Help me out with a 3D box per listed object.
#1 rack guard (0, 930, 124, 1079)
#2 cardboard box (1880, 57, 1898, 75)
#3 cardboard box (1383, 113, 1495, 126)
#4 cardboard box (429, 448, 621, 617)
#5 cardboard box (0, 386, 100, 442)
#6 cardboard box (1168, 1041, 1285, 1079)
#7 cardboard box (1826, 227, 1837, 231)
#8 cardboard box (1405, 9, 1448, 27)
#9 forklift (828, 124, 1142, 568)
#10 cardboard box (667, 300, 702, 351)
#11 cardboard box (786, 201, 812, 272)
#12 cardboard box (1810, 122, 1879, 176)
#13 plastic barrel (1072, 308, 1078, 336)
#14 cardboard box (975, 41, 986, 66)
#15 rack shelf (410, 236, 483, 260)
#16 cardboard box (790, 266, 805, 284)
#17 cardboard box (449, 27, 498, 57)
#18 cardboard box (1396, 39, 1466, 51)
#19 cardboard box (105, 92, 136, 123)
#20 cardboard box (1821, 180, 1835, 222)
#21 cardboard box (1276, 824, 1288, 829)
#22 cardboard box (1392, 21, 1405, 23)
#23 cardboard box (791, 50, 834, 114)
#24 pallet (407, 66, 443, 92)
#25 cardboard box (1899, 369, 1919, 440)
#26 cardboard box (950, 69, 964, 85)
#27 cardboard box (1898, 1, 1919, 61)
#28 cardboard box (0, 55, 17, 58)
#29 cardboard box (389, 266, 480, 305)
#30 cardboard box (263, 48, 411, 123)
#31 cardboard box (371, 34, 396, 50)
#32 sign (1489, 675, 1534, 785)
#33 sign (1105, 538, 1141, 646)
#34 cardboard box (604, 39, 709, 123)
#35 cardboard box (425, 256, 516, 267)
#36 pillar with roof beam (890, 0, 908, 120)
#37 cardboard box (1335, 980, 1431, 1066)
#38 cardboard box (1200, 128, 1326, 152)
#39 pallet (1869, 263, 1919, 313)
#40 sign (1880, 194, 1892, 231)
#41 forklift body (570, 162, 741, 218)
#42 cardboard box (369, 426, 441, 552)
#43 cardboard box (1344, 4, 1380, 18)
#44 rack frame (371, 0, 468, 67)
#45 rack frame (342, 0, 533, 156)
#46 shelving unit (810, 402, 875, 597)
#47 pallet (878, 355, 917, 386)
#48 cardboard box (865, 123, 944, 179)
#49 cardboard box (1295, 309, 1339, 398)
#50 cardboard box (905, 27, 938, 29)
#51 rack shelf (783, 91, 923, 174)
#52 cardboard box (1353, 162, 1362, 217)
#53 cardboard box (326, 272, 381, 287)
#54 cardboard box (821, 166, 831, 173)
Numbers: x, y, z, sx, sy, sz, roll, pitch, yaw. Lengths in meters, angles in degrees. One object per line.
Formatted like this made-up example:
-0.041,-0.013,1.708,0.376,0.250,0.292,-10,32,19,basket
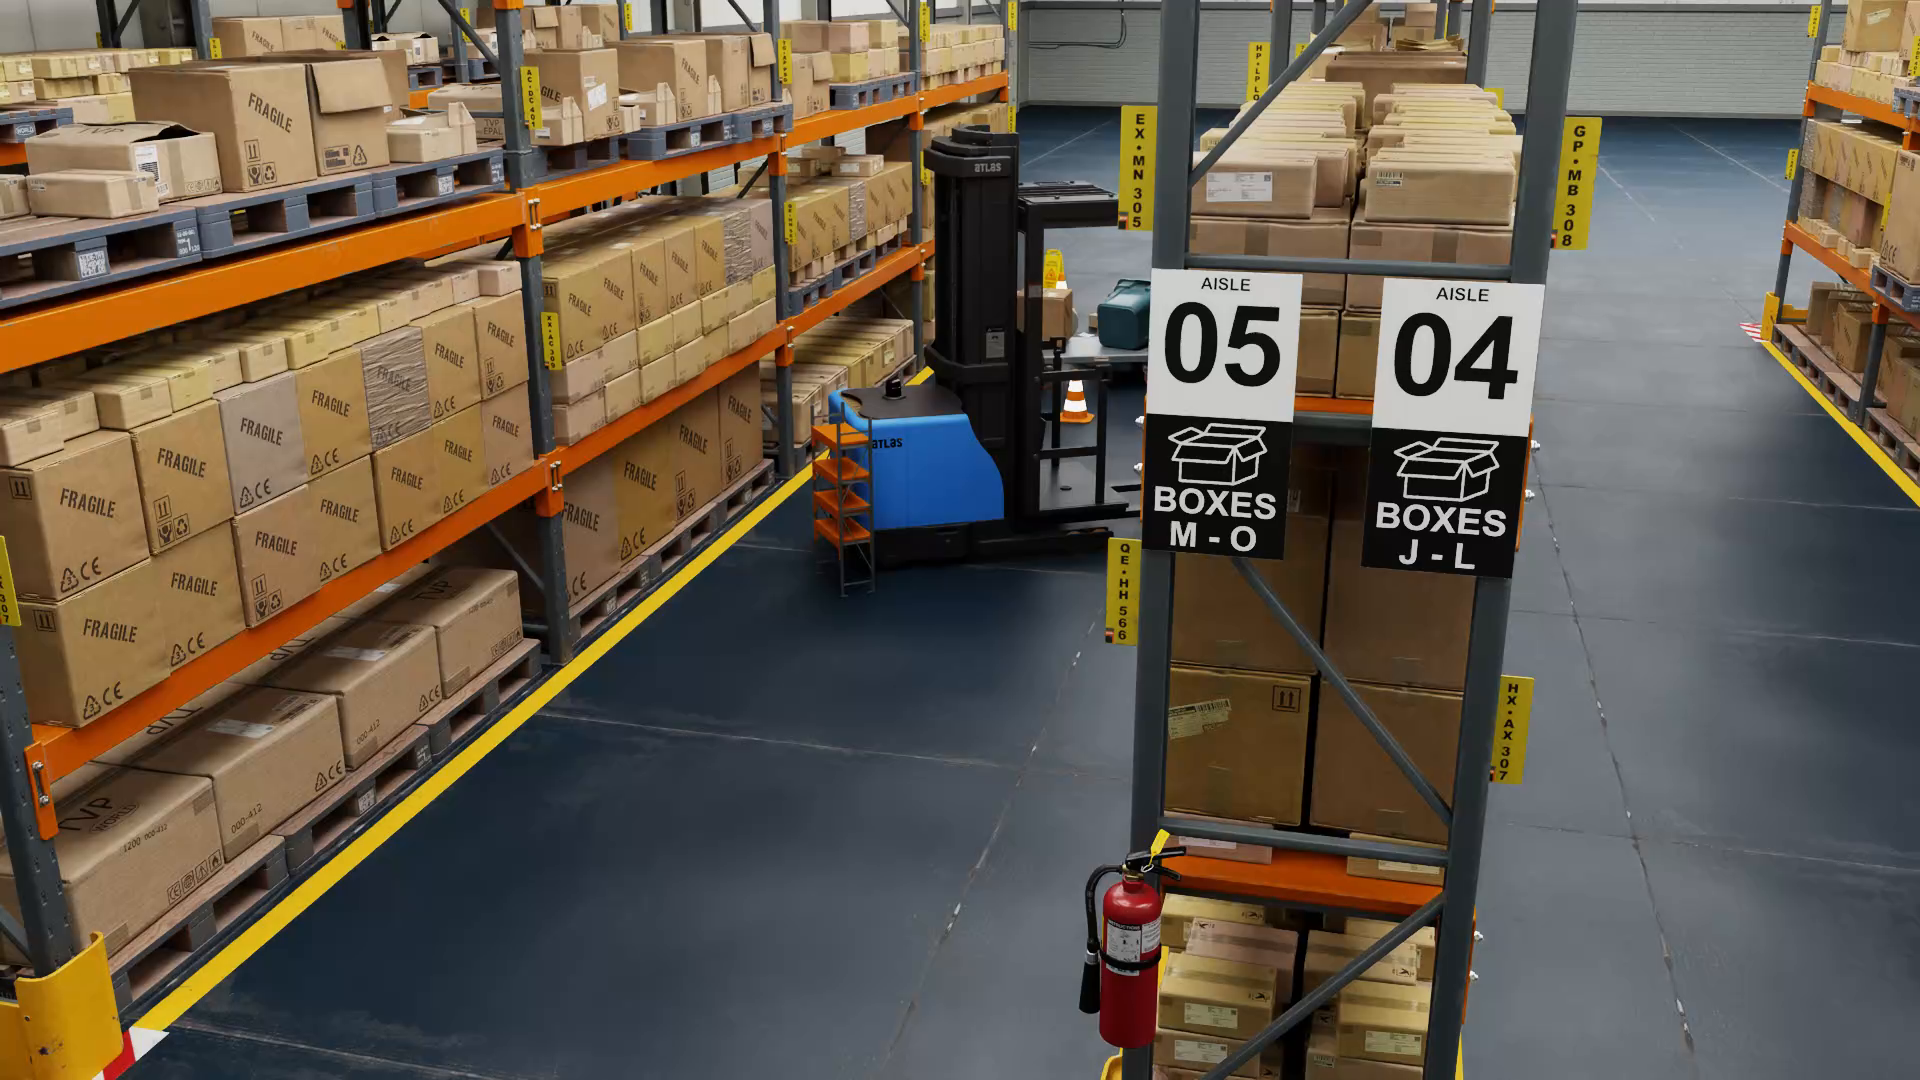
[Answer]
-3.822,1.730,6.348,1.175,0.500,0.348,5,19,13,rack guard
8.699,-4.351,15.260,0.380,0.149,0.250,4,19,12,cardboard box
1.717,-1.443,5.972,0.380,0.149,0.250,5,20,15,cardboard box
-2.765,-0.108,10.500,0.875,0.875,0.875,5,20,15,cardboard box
-3.466,-0.465,6.203,0.380,0.149,0.250,5,20,15,cardboard box
0.935,1.868,5.839,0.380,0.149,0.250,5,19,14,cardboard box
9.103,-3.111,17.043,0.380,0.149,0.250,5,19,13,cardboard box
4.359,-4.873,15.525,0.380,0.149,0.250,5,19,14,cardboard box
0.608,-1.441,11.873,3.031,2.935,1.130,-5,20,-15,forklift
-2.087,-1.476,11.325,0.500,0.250,0.500,4,19,12,cardboard box
-1.527,-2.477,13.535,0.500,0.500,0.500,4,19,12,cardboard box
9.175,-4.047,17.233,0.500,0.500,0.500,5,19,13,cardboard box
1.057,-2.489,18.820,0.421,0.421,0.512,-13,23,-34,plastic barrel
-0.017,-5.462,18.670,0.500,0.250,0.500,5,20,15,cardboard box
-6.187,-2.645,16.403,1.077,0.370,4.000,5,19,13,rack shelf
-1.500,-2.221,13.787,0.380,0.149,0.250,3,19,10,cardboard box
-5.259,-5.477,18.275,0.500,0.311,0.500,5,20,15,cardboard box
2.822,-2.885,10.015,0.396,0.266,0.258,5,19,13,cardboard box
-6.687,-3.369,13.003,0.500,0.250,0.500,5,19,14,cardboard box
9.536,-3.544,17.308,0.875,0.500,0.500,5,19,13,cardboard box
0.912,0.818,5.539,0.380,0.149,0.250,5,19,13,cardboard box
4.699,-5.204,17.109,0.500,0.250,0.500,5,19,14,cardboard box
-1.516,-3.916,14.212,0.797,0.503,0.637,5,19,13,cardboard box
-5.901,-4.664,16.856,0.805,0.209,1.217,4,19,11,pallet
8.420,-1.125,14.028,0.700,0.500,0.500,5,19,13,cardboard box
-0.170,-4.997,17.926,0.380,0.149,0.250,4,19,12,cardboard box
8.588,-4.444,14.529,0.500,0.500,0.500,4,19,12,cardboard box
-7.285,-3.541,12.428,0.380,0.149,0.250,5,19,13,cardboard box
-2.775,-1.346,8.781,0.380,0.149,0.250,5,20,15,cardboard box
-3.186,-2.259,8.561,0.500,0.500,0.500,5,19,14,cardboard box
-5.826,-4.749,16.143,0.500,0.311,0.500,4,19,12,cardboard box
1.535,0.532,4.649,0.100,0.325,0.005,5,19,13,sign
0.476,0.151,4.823,0.100,0.325,0.005,5,19,13,sign
-2.011,-3.058,11.054,0.500,0.500,0.500,5,19,14,cardboard box
-2.973,-1.394,9.927,0.500,0.500,0.500,5,20,15,cardboard box
2.808,-12.860,35.915,9.100,9.000,0.400,5,19,13,pillar with roof beam
1.466,1.631,5.614,0.380,0.149,0.250,4,19,11,cardboard box
0.982,-1.244,5.389,0.380,0.149,0.250,5,19,14,cardboard box
8.398,-2.120,14.050,1.003,0.211,1.213,5,19,13,pallet
8.198,-2.889,14.665,0.100,0.325,0.005,5,19,13,sign
-3.415,-3.726,19.768,2.313,2.155,1.214,5,19,13,forklift body
-2.933,-0.275,8.198,0.500,0.500,0.500,4,19,13,cardboard box
4.341,-5.722,18.011,0.380,0.149,0.250,5,19,14,cardboard box
-5.698,-6.451,17.153,1.000,3.000,0.127,5,19,13,rack frame
-2.839,-3.553,8.667,1.000,3.000,0.127,5,19,13,rack frame
-0.786,-0.276,11.138,0.258,1.200,0.503,-9,21,-24,shelving unit
-1.073,-1.658,16.714,1.003,0.211,1.213,5,19,13,pallet
-0.566,-4.003,17.106,0.700,0.500,0.500,4,19,13,cardboard box
0.863,-0.613,4.933,0.500,0.250,0.500,4,19,12,cardboard box
-0.459,-5.746,18.884,0.380,0.149,0.250,5,19,13,cardboard box
-1.373,-3.674,14.774,1.077,0.370,4.000,5,19,13,rack shelf
1.126,-1.171,5.794,0.500,0.250,0.500,5,19,14,cardboard box
-3.236,-1.298,8.641,0.380,0.149,0.250,4,19,13,cardboard box
-1.398,-3.327,16.022,0.500,0.500,0.500,5,19,14,cardboard box
